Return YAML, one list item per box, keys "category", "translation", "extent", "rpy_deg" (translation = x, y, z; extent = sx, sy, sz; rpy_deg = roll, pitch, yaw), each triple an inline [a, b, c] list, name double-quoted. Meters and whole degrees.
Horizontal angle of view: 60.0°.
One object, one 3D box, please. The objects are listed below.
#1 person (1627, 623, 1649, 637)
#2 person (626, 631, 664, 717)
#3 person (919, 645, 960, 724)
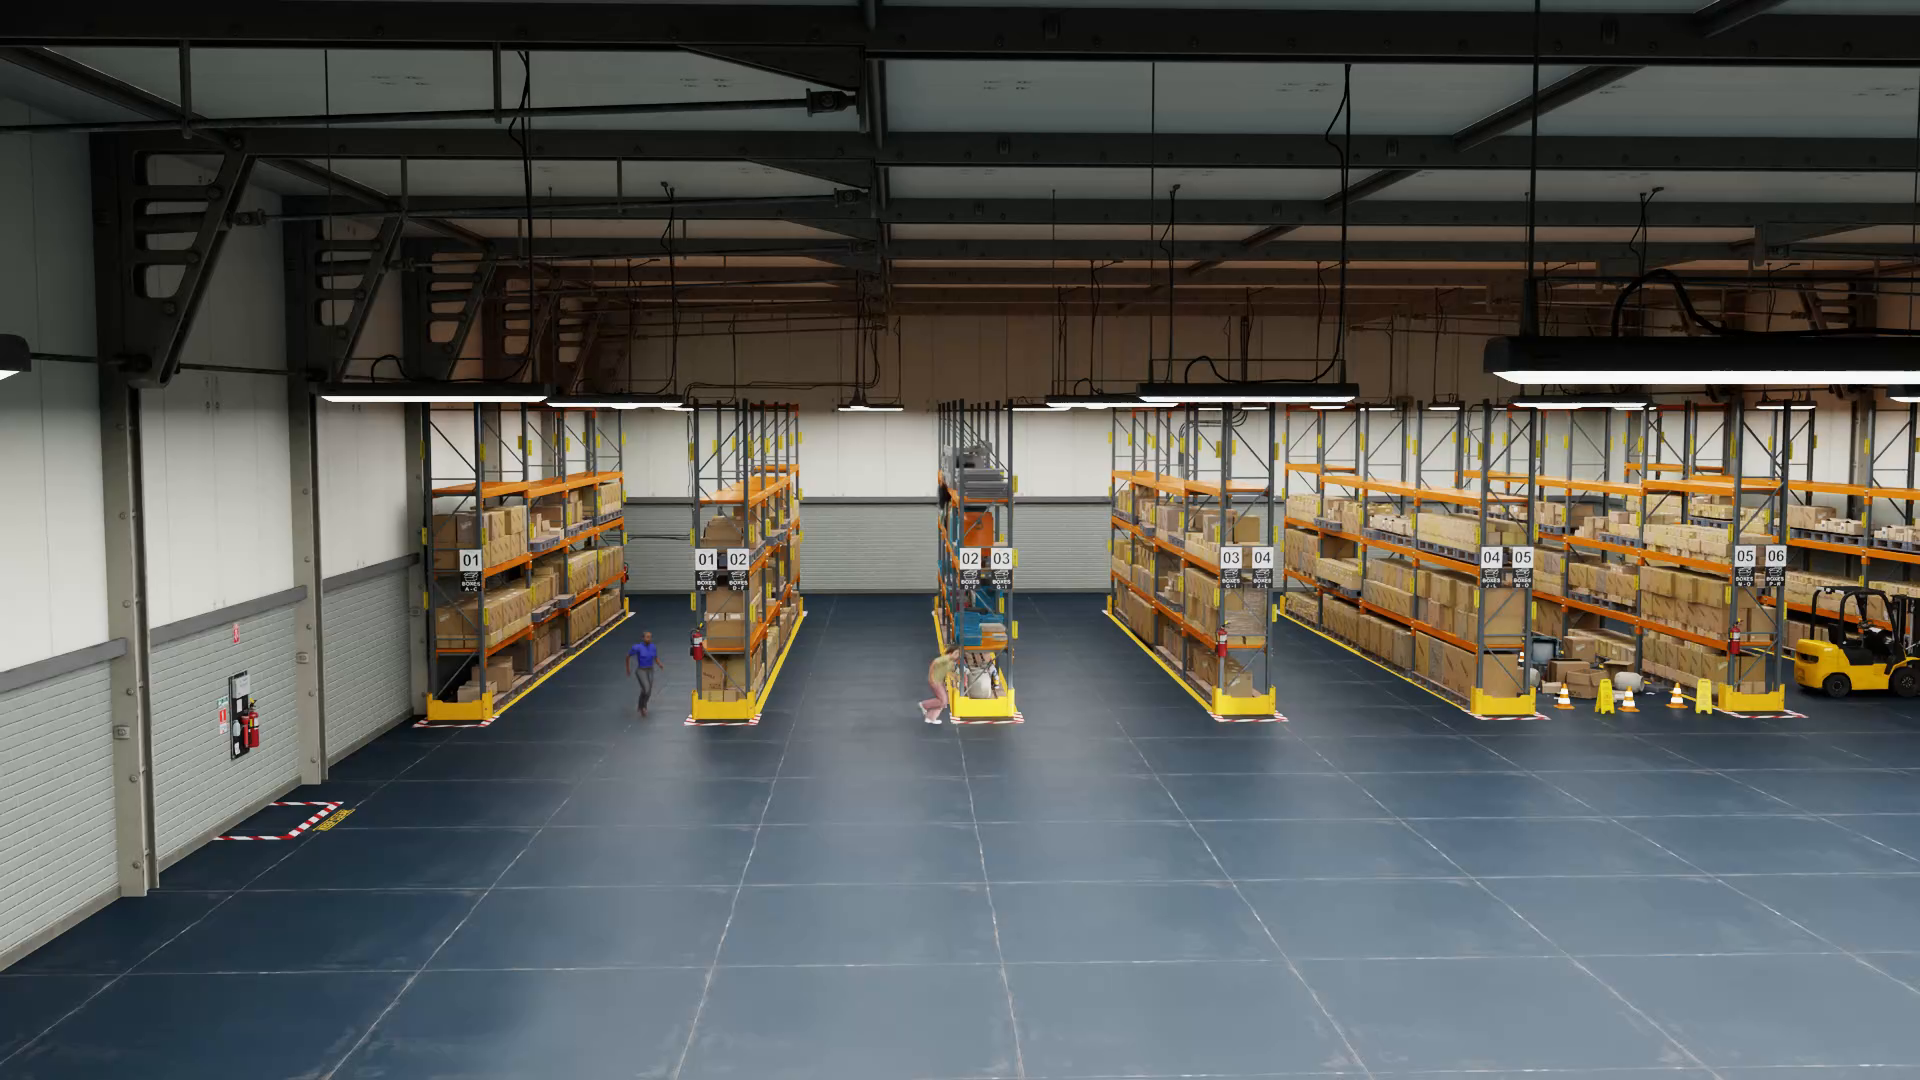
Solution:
- category: "person"
  translation: [16.738, 1.756, 40.982]
  extent: [0.657, 1.729, 0.781]
  rpy_deg: [-1, 4, -10]
- category: "person"
  translation: [-5.943, 2.531, 31.435]
  extent: [0.571, 1.636, 0.750]
  rpy_deg: [-4, 6, -41]
- category: "person"
  translation: [-0.392, 2.663, 30.640]
  extent: [0.779, 1.489, 0.600]
  rpy_deg: [2, 5, 21]
